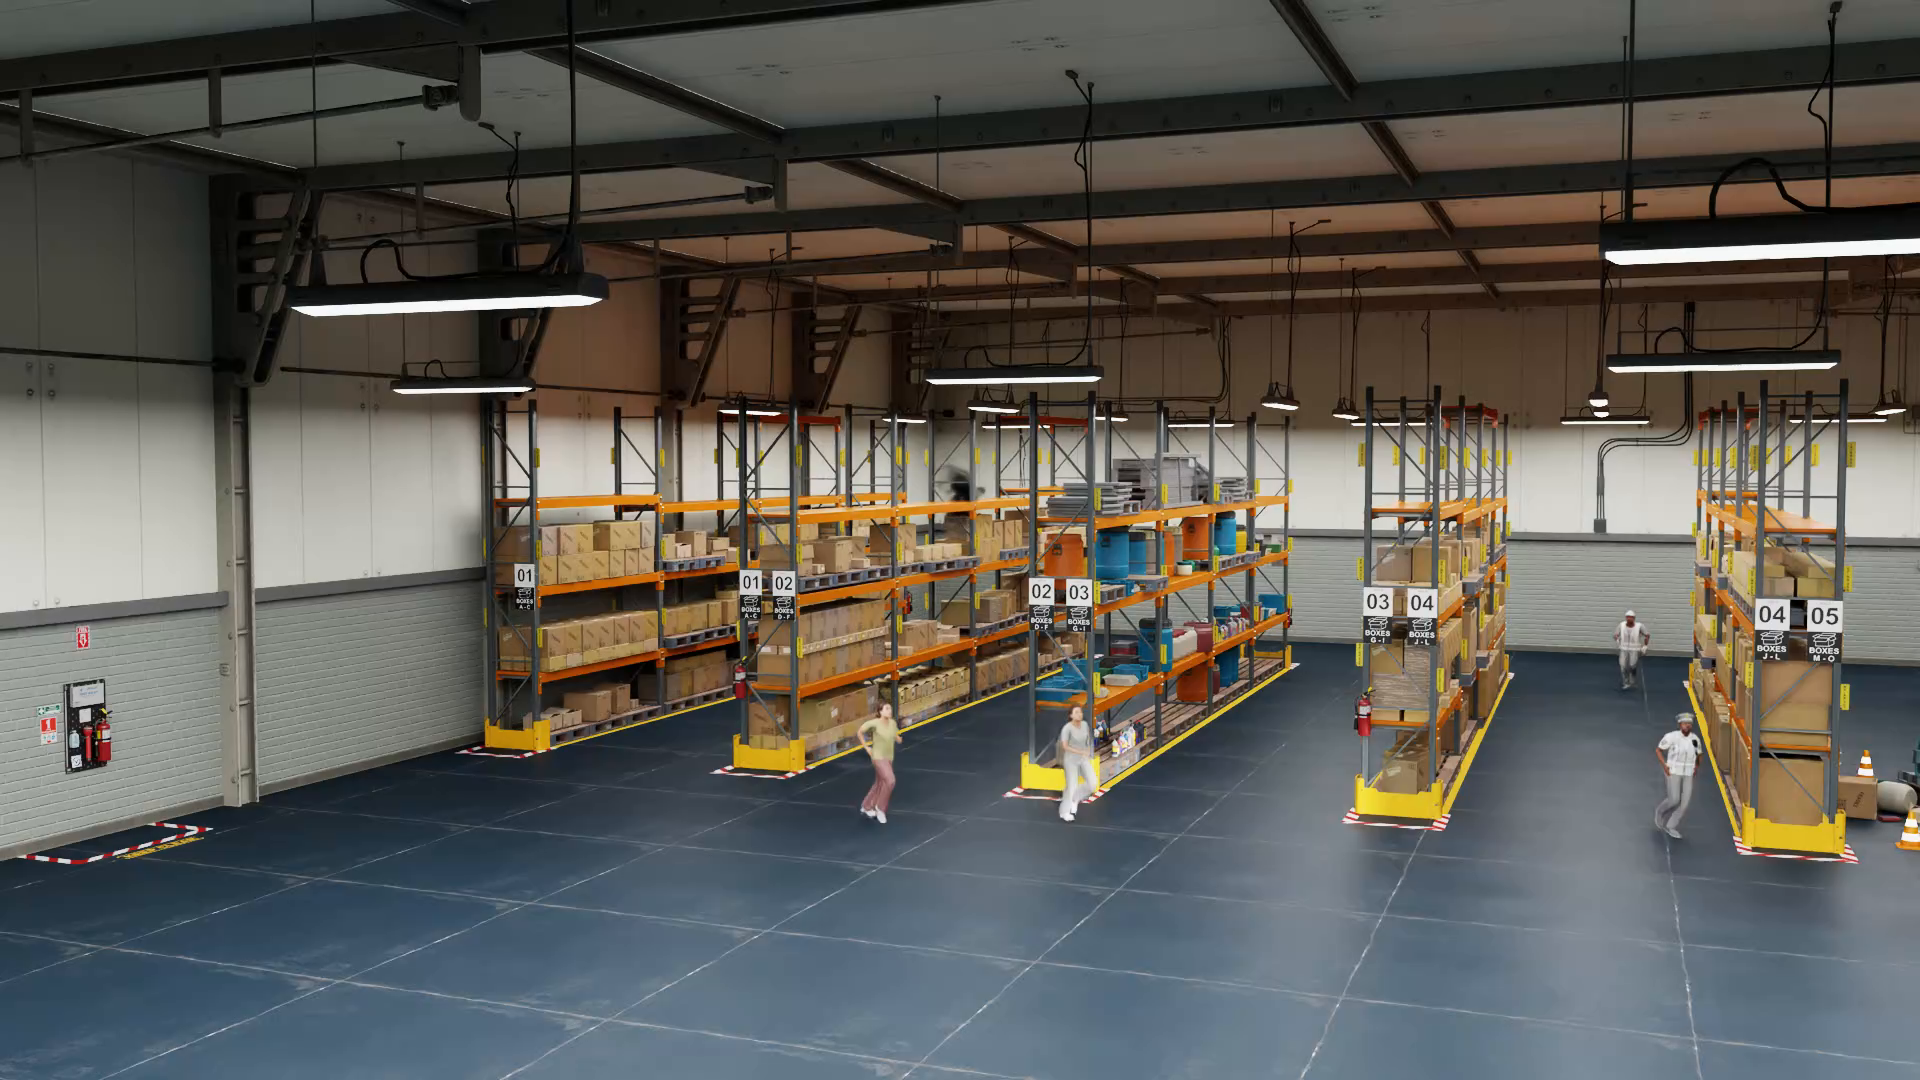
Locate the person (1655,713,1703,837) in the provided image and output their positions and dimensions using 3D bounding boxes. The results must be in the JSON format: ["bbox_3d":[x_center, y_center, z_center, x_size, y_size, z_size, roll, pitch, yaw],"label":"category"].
[{"bbox_3d":[9.548,3.096,22.021,0.595,1.654,0.510,0,3,2],"label":"person"}]

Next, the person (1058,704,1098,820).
[{"bbox_3d":[1.632,3.054,22.832,0.591,1.621,0.708,-2,3,-30],"label":"person"}]

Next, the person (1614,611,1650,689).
[{"bbox_3d":[14.470,2.385,35.934,0.702,1.719,0.610,2,3,36],"label":"person"}]

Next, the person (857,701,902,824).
[{"bbox_3d":[-1.089,3.043,22.931,0.732,1.675,0.564,3,4,43],"label":"person"}]
